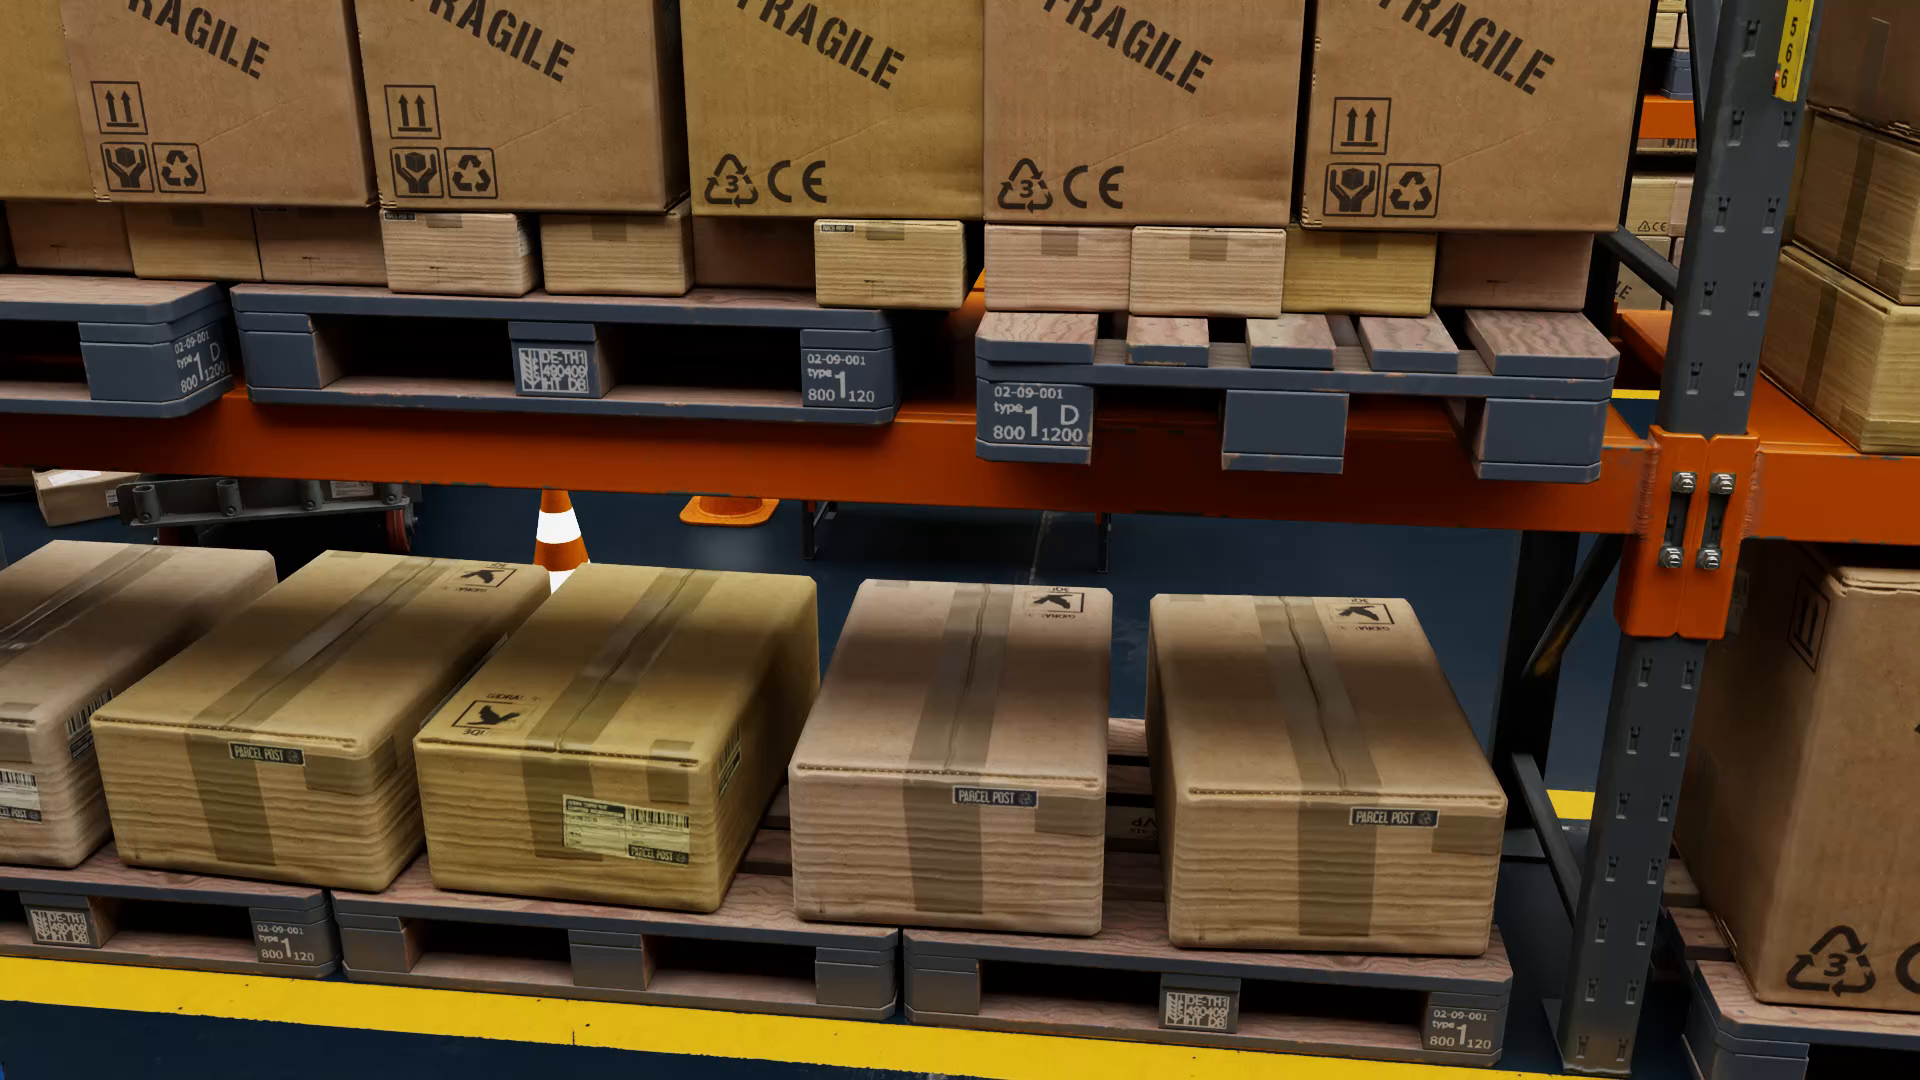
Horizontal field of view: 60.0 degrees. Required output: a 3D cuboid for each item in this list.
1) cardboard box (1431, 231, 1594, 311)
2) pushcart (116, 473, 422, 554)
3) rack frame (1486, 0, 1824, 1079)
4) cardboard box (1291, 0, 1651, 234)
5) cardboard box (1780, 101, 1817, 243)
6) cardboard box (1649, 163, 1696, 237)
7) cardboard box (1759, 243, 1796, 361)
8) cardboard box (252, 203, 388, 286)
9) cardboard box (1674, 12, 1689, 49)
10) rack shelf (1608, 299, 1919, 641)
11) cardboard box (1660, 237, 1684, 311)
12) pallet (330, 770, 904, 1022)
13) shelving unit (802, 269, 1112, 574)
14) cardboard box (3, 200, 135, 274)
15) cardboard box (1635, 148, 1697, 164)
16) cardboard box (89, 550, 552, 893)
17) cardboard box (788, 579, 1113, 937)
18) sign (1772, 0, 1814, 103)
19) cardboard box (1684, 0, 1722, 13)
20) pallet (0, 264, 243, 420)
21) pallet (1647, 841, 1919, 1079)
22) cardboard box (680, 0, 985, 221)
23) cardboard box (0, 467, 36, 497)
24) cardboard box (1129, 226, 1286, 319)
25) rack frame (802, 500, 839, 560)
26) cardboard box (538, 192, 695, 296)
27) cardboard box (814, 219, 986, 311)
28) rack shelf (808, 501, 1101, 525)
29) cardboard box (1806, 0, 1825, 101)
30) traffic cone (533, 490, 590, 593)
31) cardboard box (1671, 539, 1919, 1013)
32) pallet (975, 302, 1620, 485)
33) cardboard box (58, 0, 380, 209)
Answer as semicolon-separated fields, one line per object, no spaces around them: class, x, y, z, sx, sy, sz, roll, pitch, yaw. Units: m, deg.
cardboard box;0.958;-0.529;2.968;0.250;0.149;0.380;3;22;8
pushcart;-2.442;-0.310;6.211;0.936;0.377;1.648;-5;22;-12
rack frame;1.311;-0.522;3.180;0.127;3.000;1.000;2;22;6
cardboard box;0.827;-0.820;2.823;0.500;0.500;0.500;2;22;5
cardboard box;1.822;-0.756;3.297;0.500;0.250;0.500;2;22;6
cardboard box;3.443;-1.549;7.587;0.500;0.250;0.500;3;22;7
cardboard box;1.844;-0.525;3.392;0.500;0.250;0.500;2;22;4
cardboard box;-1.116;-0.598;3.143;0.250;0.149;0.380;3;22;7
cardboard box;3.281;-2.274;7.383;0.250;0.149;0.380;3;22;8
rack shelf;3.297;-0.101;3.094;4.000;0.370;1.077;2;22;6
cardboard box;3.476;-1.202;7.728;0.500;0.500;0.500;2;22;5
pallet;-0.673;0.687;3.916;1.213;0.211;1.003;2;22;6
shelving unit;0.007;-0.523;5.732;1.048;1.125;0.538;2;22;6
cardboard box;-1.612;-0.636;3.239;0.250;0.149;0.380;4;22;10
cardboard box;3.509;-1.736;8.059;0.500;0.250;0.500;3;22;8
cardboard box;-1.426;0.383;3.893;0.625;0.372;0.950;4;22;10
cardboard box;0.017;0.448;3.730;0.625;0.372;0.950;2;22;5
sign;1.257;-0.825;2.480;0.005;0.325;0.100;2;22;6
cardboard box;3.282;-2.413;7.329;0.250;0.149;0.380;3;22;6
pallet;-1.919;-0.520;3.435;1.213;0.211;1.003;2;22;6
pallet;2.085;0.836;3.537;1.213;0.211;1.003;2;22;6
cardboard box;-0.189;-0.860;2.923;0.500;0.500;0.500;1;22;3
cardboard box;-3.661;-0.581;6.541;0.503;0.637;0.797;2;22;6
cardboard box;0.428;-0.508;2.916;0.250;0.149;0.380;2;22;6
rack frame;-0.498;-0.545;5.788;0.032;1.125;0.500;2;22;6
cardboard box;-0.590;-0.567;3.064;0.250;0.149;0.380;2;22;5
cardboard box;-0.096;-0.529;2.969;0.250;0.149;0.380;3;22;7
rack shelf;0.007;-0.295;5.822;1.000;0.278;0.538;2;22;6
cardboard box;1.855;-1.107;3.163;0.500;0.500;0.500;2;22;5
traffic cone;-1.265;0.027;5.241;0.334;0.463;0.336;2;22;6
cardboard box;1.987;0.331;3.341;0.875;0.875;0.875;2;22;6
pallet;0.591;-0.425;3.195;1.003;0.211;1.213;2;22;6
cardboard box;-1.242;-0.902;3.030;0.500;0.500;0.500;2;22;6
